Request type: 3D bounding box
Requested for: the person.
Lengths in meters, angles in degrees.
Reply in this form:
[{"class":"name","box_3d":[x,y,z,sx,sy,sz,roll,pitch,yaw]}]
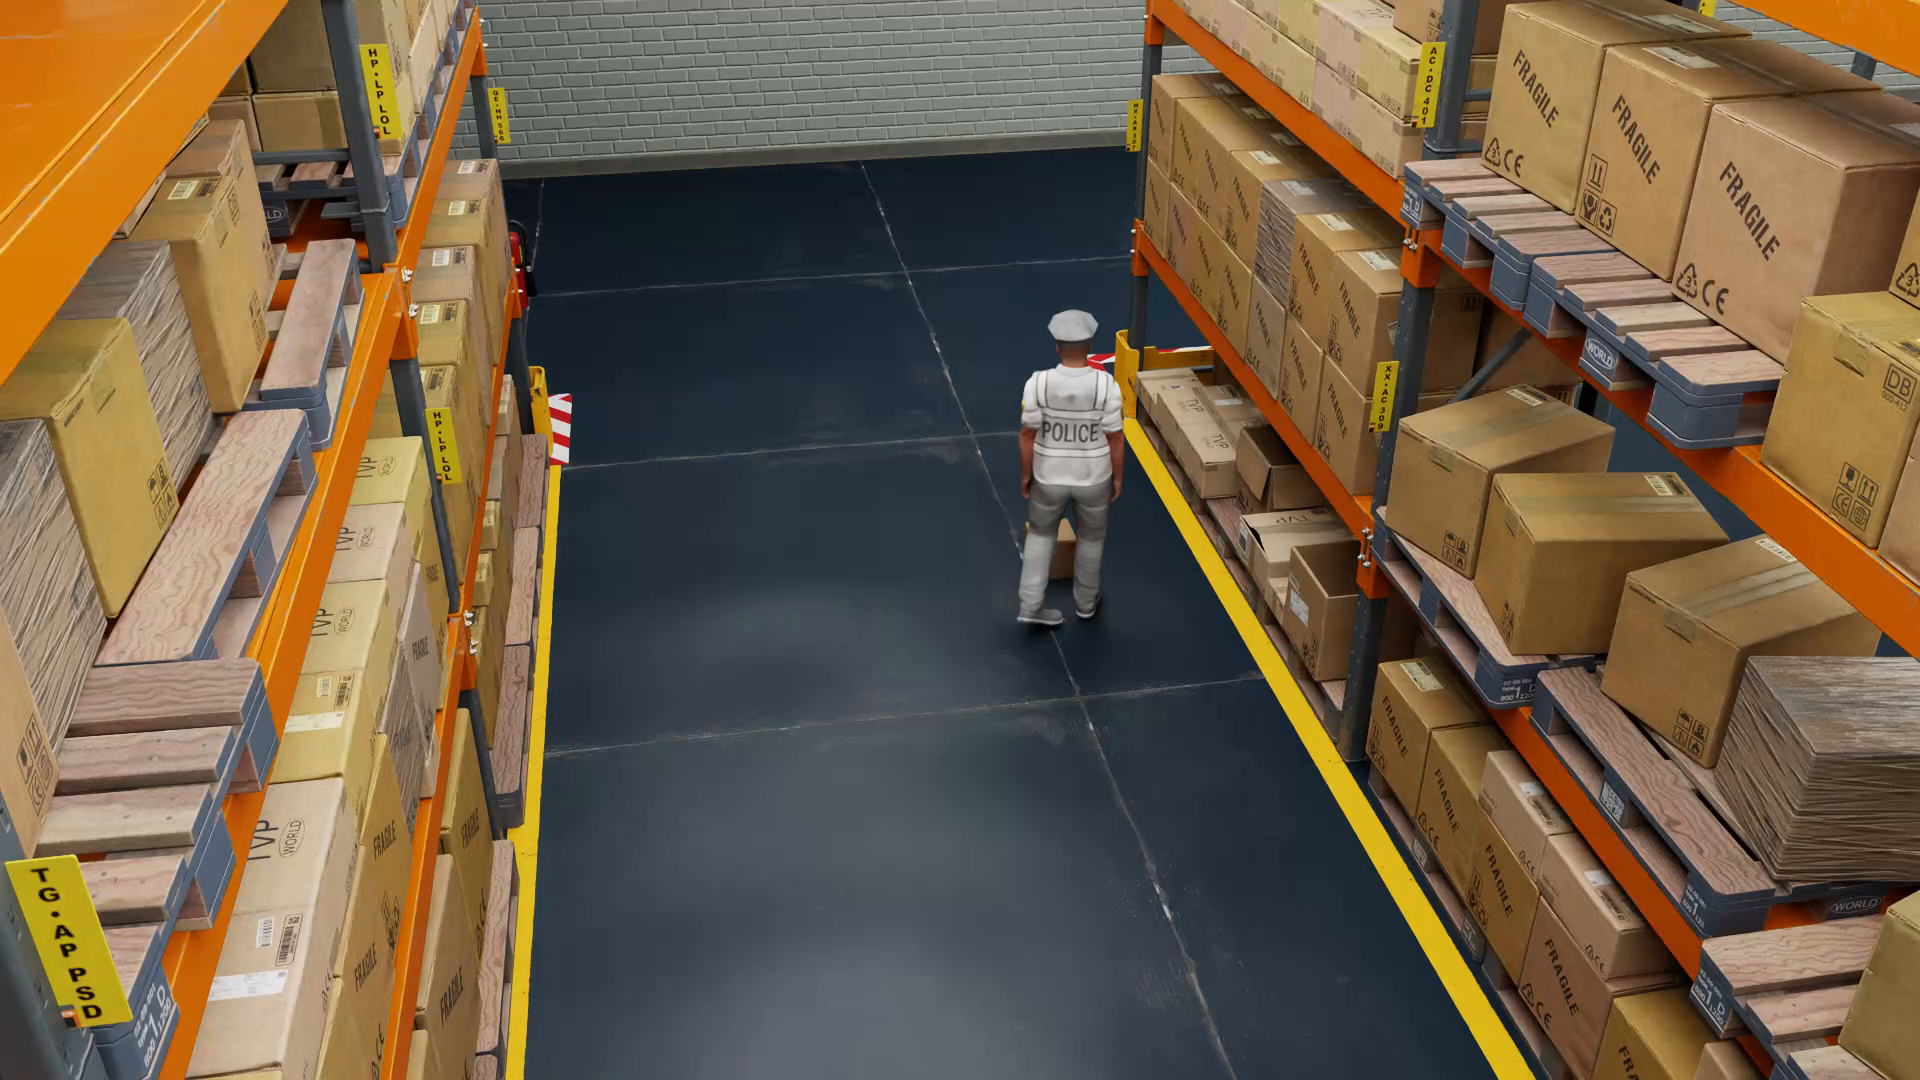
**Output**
[{"class":"person","box_3d":[0.583,-0.353,8.717,0.547,1.777,0.522,4,31,7]}]
